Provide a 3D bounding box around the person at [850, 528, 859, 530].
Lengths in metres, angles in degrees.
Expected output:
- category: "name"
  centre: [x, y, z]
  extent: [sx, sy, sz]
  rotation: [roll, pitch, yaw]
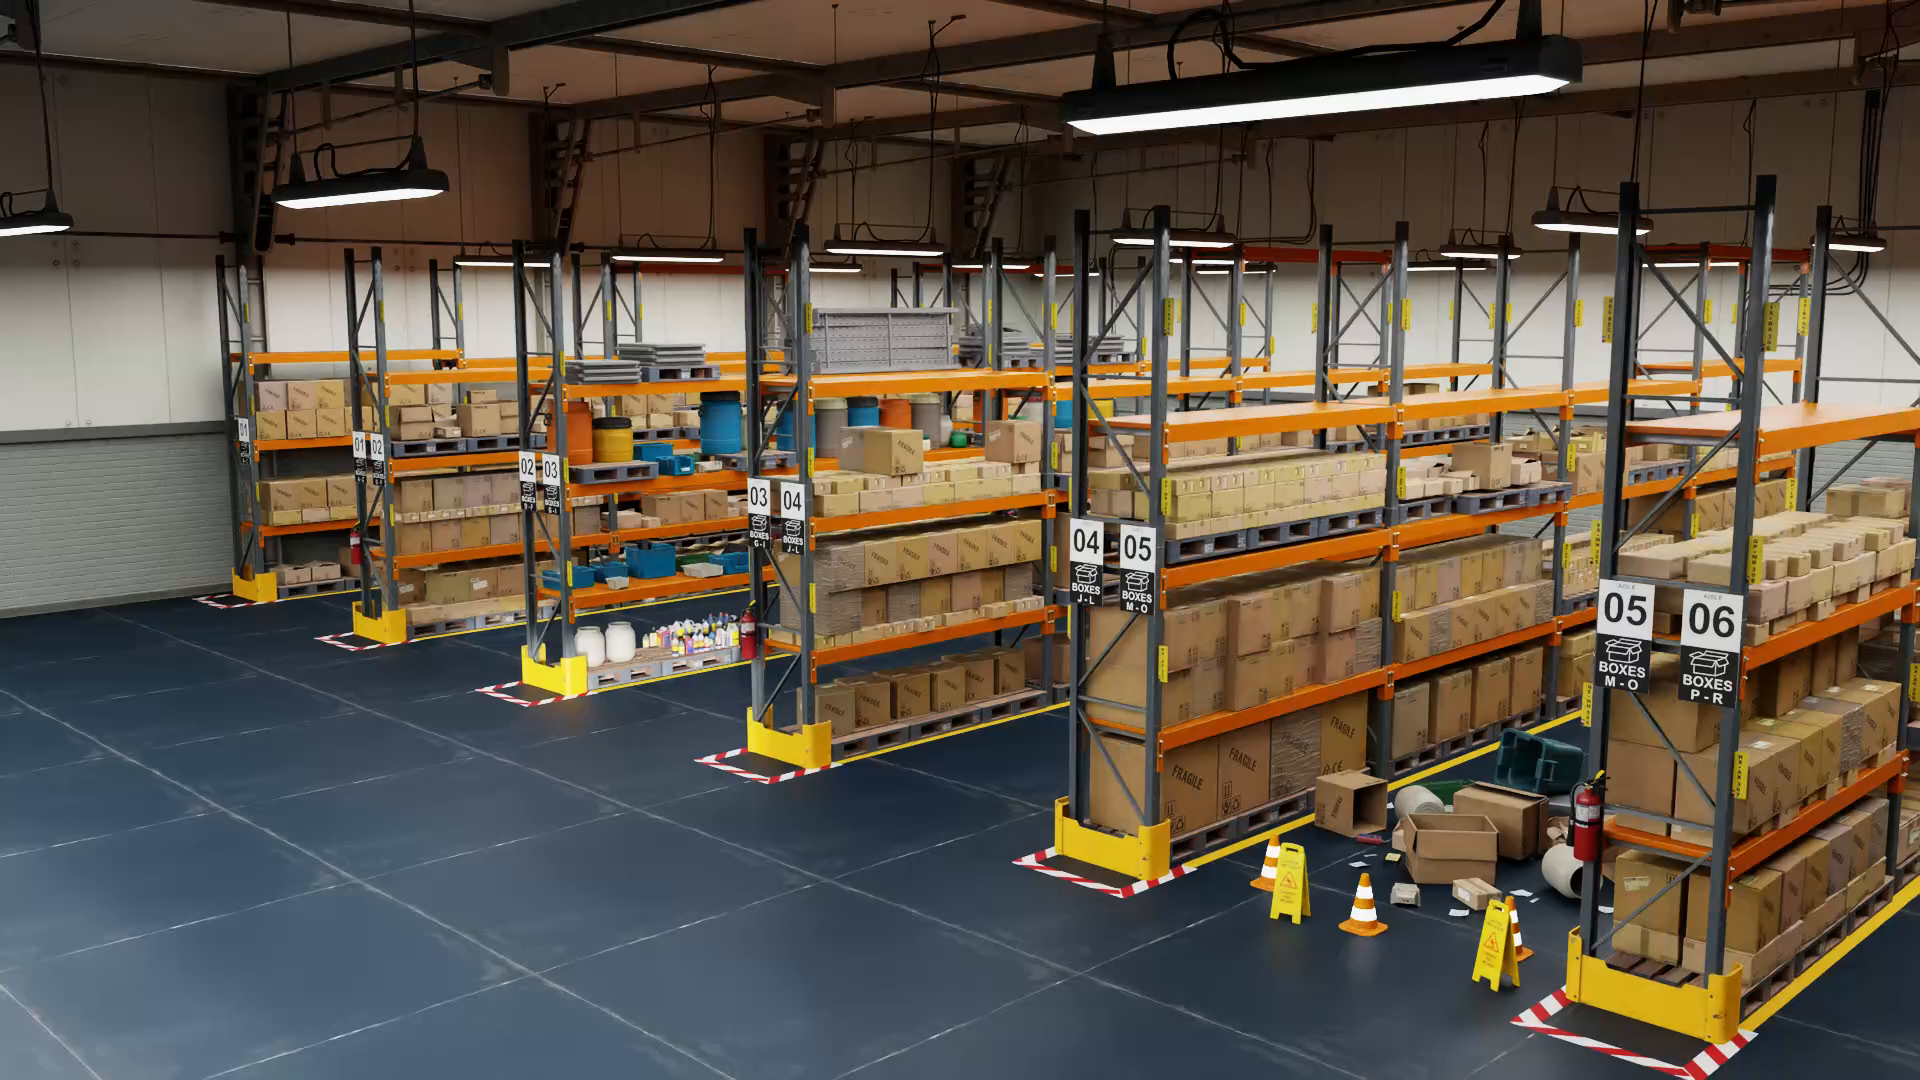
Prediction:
- category: "person"
  centre: [-2.073, -0.236, 30.349]
  extent: [0.866, 1.821, 0.791]
  rotation: [-8, 11, -43]
